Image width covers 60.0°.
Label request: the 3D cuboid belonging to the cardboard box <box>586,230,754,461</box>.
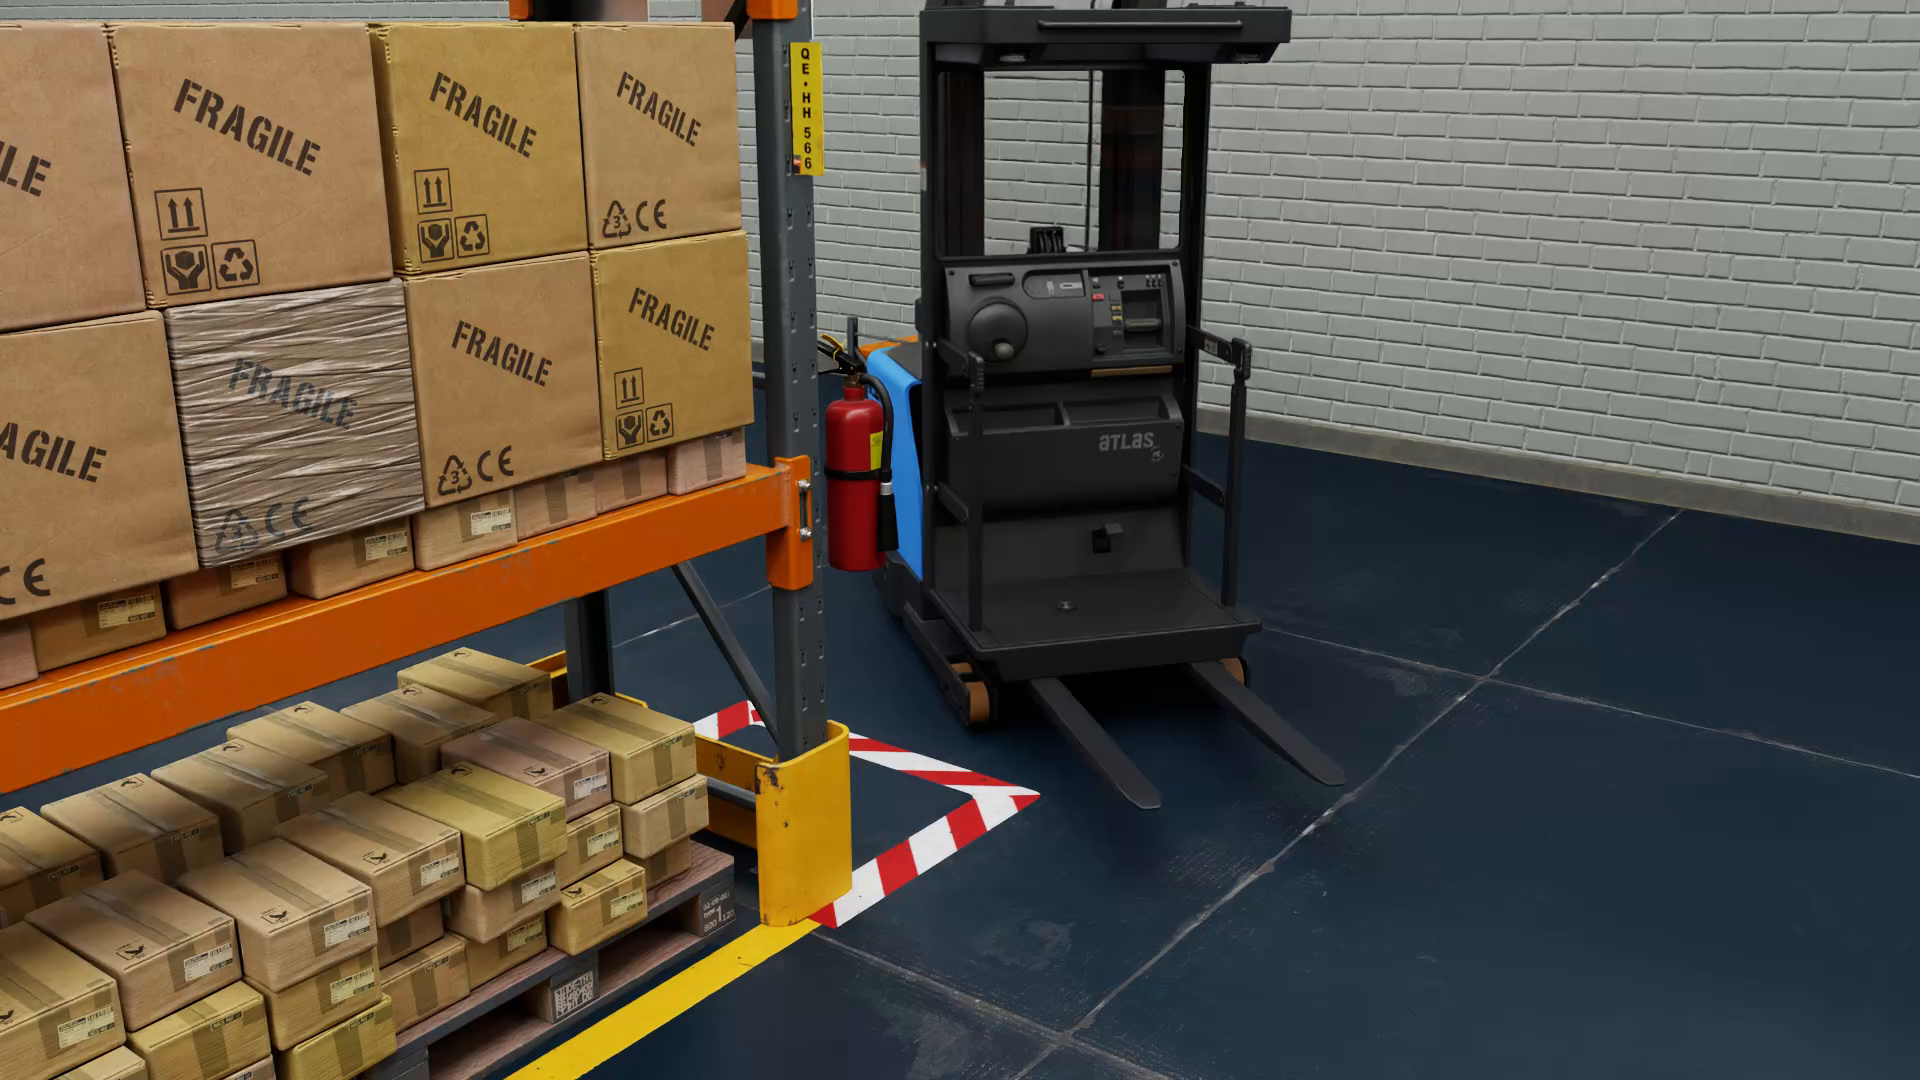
[{"bbox_3d":[-0.881,-0.527,4.213,0.500,0.500,0.500,13,21,36],"label":"cardboard box"}]

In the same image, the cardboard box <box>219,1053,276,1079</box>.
[{"bbox_3d":[-1.682,1.155,3.566,0.380,0.149,0.250,13,21,36],"label":"cardboard box"}]

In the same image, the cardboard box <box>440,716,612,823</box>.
[{"bbox_3d":[-1.128,0.608,4.325,0.380,0.149,0.250,13,21,36],"label":"cardboard box"}]

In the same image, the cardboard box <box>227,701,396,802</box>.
[{"bbox_3d":[-1.726,0.576,4.427,0.380,0.149,0.250,12,21,35],"label":"cardboard box"}]

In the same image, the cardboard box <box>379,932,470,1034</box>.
[{"bbox_3d":[-1.402,1.021,3.996,0.380,0.149,0.250,13,21,35],"label":"cardboard box"}]

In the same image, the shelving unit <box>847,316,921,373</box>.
[{"bbox_3d":[-0.002,-0.581,8.217,0.538,1.125,1.048,14,22,39],"label":"shelving unit"}]

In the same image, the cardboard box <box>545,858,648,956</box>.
[{"bbox_3d":[-1.038,0.913,4.346,0.380,0.149,0.250,13,22,36],"label":"cardboard box"}]

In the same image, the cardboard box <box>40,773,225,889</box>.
[{"bbox_3d":[-1.980,0.714,3.982,0.380,0.149,0.250,13,22,37],"label":"cardboard box"}]

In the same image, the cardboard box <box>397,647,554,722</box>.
[{"bbox_3d":[-1.405,0.452,4.827,0.380,0.149,0.250,11,21,32],"label":"cardboard box"}]

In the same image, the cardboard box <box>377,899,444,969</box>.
[{"bbox_3d":[-1.456,0.875,3.965,0.380,0.149,0.250,12,21,34],"label":"cardboard box"}]

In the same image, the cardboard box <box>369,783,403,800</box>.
[{"bbox_3d":[-1.622,0.738,4.408,0.380,0.149,0.250,13,21,35],"label":"cardboard box"}]

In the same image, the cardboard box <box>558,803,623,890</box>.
[{"bbox_3d":[-1.104,0.758,4.342,0.380,0.149,0.250,12,21,33],"label":"cardboard box"}]

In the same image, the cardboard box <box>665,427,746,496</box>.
[{"bbox_3d":[-0.787,-0.242,4.389,0.380,0.149,0.250,12,21,35],"label":"cardboard box"}]

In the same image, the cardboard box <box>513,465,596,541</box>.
[{"bbox_3d":[-1.103,-0.127,4.019,0.380,0.149,0.250,12,21,34],"label":"cardboard box"}]

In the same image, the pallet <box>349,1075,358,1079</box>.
[{"bbox_3d":[-2.105,1.337,3.584,1.003,0.211,1.213,12,21,35],"label":"pallet"}]

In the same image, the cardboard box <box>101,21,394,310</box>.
[{"bbox_3d":[-1.498,-0.758,3.271,0.500,0.500,0.500,14,22,37],"label":"cardboard box"}]

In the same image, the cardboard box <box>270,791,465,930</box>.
[{"bbox_3d":[-1.385,0.742,3.892,0.380,0.149,0.250,11,21,33],"label":"cardboard box"}]

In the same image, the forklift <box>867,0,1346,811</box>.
[{"bbox_3d":[0.459,-0.849,6.034,1.130,2.935,3.031,-5,18,-15],"label":"forklift"}]

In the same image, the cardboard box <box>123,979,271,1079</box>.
[{"bbox_3d":[-1.680,1.013,3.522,0.380,0.149,0.250,14,22,37],"label":"cardboard box"}]

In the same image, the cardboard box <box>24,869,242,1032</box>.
[{"bbox_3d":[-1.747,0.859,3.515,0.380,0.149,0.250,12,21,33],"label":"cardboard box"}]

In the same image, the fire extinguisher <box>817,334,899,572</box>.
[{"bbox_3d":[-0.299,-0.253,4.760,0.296,0.674,0.183,12,21,35],"label":"fire extinguisher"}]

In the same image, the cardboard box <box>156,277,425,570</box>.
[{"bbox_3d":[-1.487,-0.283,3.427,0.500,0.500,0.500,13,21,35],"label":"cardboard box"}]

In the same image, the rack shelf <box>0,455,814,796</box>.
[{"bbox_3d":[-2.012,0.330,3.336,1.077,0.370,4.000,12,21,35],"label":"rack shelf"}]

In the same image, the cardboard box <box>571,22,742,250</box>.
[{"bbox_3d":[-0.893,-1.004,4.063,0.500,0.500,0.500,12,21,34],"label":"cardboard box"}]

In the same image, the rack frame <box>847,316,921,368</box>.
[{"bbox_3d":[-0.336,-0.467,7.851,0.500,1.125,0.032,14,22,39],"label":"rack frame"}]

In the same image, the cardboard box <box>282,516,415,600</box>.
[{"bbox_3d":[-1.417,-0.005,3.625,0.380,0.149,0.250,11,21,32],"label":"cardboard box"}]

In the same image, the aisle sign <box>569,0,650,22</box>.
[{"bbox_3d":[-1.018,-1.802,4.604,0.394,0.787,0.004,12,21,35],"label":"aisle sign"}]

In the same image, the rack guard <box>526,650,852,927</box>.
[{"bbox_3d":[-0.866,0.722,5.075,1.175,0.500,0.348,12,21,35],"label":"rack guard"}]

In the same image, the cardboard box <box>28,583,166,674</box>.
[{"bbox_3d":[-1.771,0.115,3.239,0.380,0.149,0.250,13,21,36],"label":"cardboard box"}]

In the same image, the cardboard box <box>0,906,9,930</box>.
[{"bbox_3d":[-2.246,0.846,3.559,0.380,0.149,0.250,12,21,35],"label":"cardboard box"}]
